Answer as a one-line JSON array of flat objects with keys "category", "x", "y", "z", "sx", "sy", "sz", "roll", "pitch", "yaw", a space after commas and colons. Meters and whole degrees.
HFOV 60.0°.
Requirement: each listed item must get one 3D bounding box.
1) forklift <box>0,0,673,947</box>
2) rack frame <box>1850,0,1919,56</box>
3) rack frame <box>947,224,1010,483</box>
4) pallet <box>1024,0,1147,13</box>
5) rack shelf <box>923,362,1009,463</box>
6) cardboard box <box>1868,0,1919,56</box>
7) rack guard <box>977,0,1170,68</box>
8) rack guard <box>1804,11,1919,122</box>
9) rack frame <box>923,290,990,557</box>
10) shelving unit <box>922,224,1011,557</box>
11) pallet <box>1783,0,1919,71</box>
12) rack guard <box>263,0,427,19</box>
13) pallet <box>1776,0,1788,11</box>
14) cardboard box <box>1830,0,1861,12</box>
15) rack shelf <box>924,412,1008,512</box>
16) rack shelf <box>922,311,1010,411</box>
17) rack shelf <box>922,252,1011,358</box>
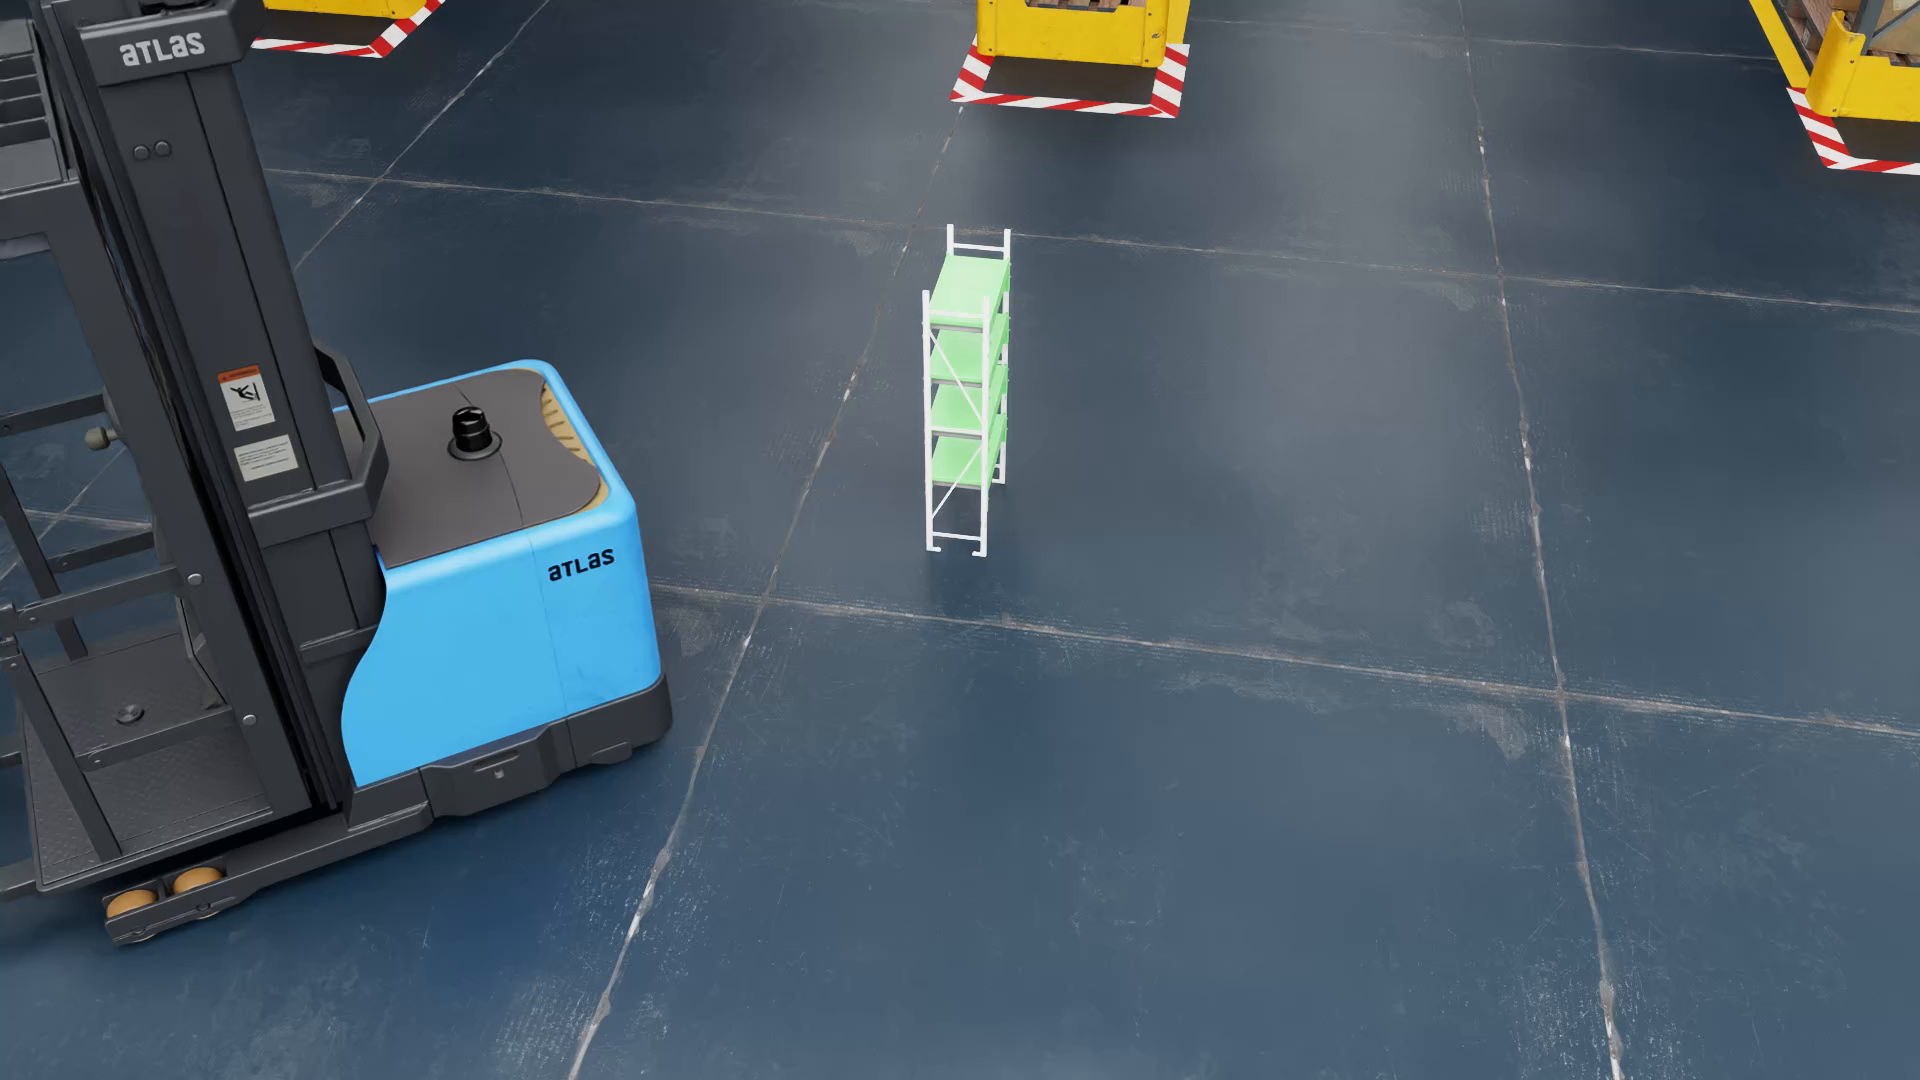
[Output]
[{"category": "forklift", "x": -2.561, "y": -0.255, "z": 4.758, "sx": 3.031, "sy": 2.935, "sz": 1.130, "roll": -18, "pitch": 43, "yaw": -21}, {"category": "rack frame", "x": 5.613, "y": -3.645, "z": 8.805, "sx": 1.000, "sy": 3.000, "sz": 0.127, "roll": 6, "pitch": 40, "yaw": 8}, {"category": "rack frame", "x": 0.071, "y": -0.719, "z": 6.679, "sx": 0.240, "sy": 1.200, "sz": 0.015, "roll": 6, "pitch": 40, "yaw": 8}, {"category": "pallet", "x": 0.847, "y": -3.679, "z": 11.034, "sx": 1.003, "sy": 0.211, "sz": 1.213, "roll": 6, "pitch": 40, "yaw": 8}, {"category": "rack shelf", "x": 0.029, "y": -0.517, "z": 6.534, "sx": 0.258, "sy": 0.148, "sz": 0.480, "roll": 6, "pitch": 40, "yaw": 8}, {"category": "cardboard box", "x": 5.737, "y": -3.234, "z": 9.940, "sx": 0.500, "sy": 0.500, "sz": 0.500, "roll": 14, "pitch": 41, "yaw": 16}, {"category": "rack guard", "x": 0.701, "y": -3.281, "z": 10.326, "sx": 1.175, "sy": 0.500, "sz": 0.348, "roll": 6, "pitch": 40, "yaw": 8}, {"category": "rack guard", "x": 5.626, "y": -2.730, "z": 9.659, "sx": 1.175, "sy": 0.500, "sz": 0.348, "roll": 6, "pitch": 40, "yaw": 8}, {"category": "rack frame", "x": -0.014, "y": -0.413, "z": 6.308, "sx": 0.240, "sy": 1.200, "sz": 0.015, "roll": 6, "pitch": 40, "yaw": 8}, {"category": "shelving unit", "x": 0.029, "y": -0.566, "z": 6.493, "sx": 0.258, "sy": 1.200, "sz": 0.503, "roll": 6, "pitch": 40, "yaw": 8}, {"category": "pallet", "x": 5.801, "y": -3.124, "z": 10.363, "sx": 1.003, "sy": 0.211, "sz": 1.213, "roll": 6, "pitch": 40, "yaw": 8}, {"category": "rack guard", "x": -4.148, "y": -3.762, "z": 10.907, "sx": 1.175, "sy": 0.500, "sz": 0.348, "roll": 6, "pitch": 40, "yaw": 8}, {"category": "pallet", "x": 6.015, "y": -3.888, "z": 11.287, "sx": 1.003, "sy": 0.211, "sz": 1.213, "roll": 6, "pitch": 40, "yaw": 8}, {"category": "cardboard box", "x": 5.807, "y": -3.613, "z": 10.398, "sx": 0.500, "sy": 0.500, "sz": 0.500, "roll": 17, "pitch": 42, "yaw": 19}, {"category": "rack shelf", "x": 0.029, "y": -0.332, "z": 6.687, "sx": 0.258, "sy": 0.148, "sz": 0.480, "roll": 6, "pitch": 40, "yaw": 8}, {"category": "rack shelf", "x": 0.029, "y": -0.702, "z": 6.381, "sx": 0.258, "sy": 0.148, "sz": 0.480, "roll": 6, "pitch": 40, "yaw": 8}, {"category": "rack shelf", "x": 0.029, "y": -0.887, "z": 6.228, "sx": 0.258, "sy": 0.148, "sz": 0.480, "roll": 6, "pitch": 40, "yaw": 8}]
